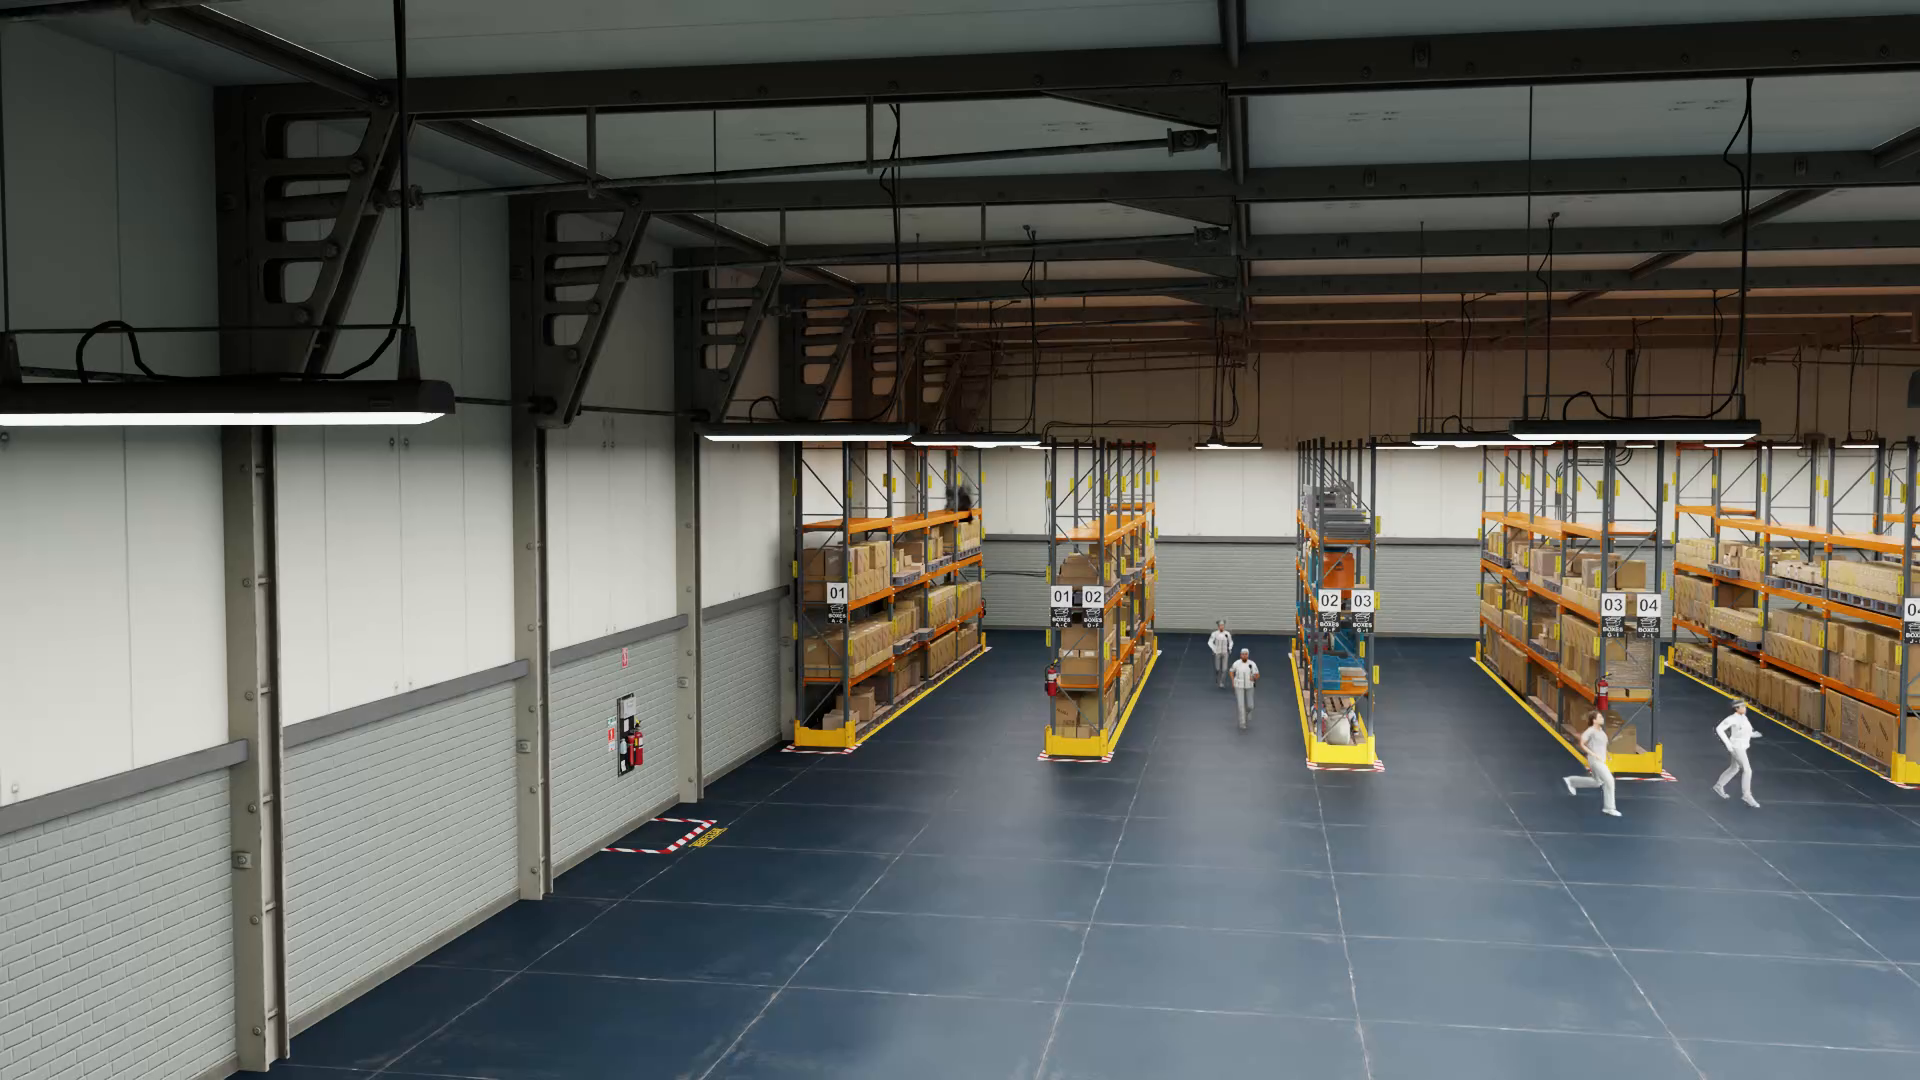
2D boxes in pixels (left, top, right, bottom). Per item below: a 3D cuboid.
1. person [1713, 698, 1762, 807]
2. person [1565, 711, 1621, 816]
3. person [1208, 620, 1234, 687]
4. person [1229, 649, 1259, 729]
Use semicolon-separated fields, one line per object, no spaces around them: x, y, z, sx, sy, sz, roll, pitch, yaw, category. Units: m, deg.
12.661;3.427;27.088;0.591;1.731;0.800;-3;4;-44;person
10.084;3.528;26.476;0.921;1.645;0.554;2;4;36;person
6.366;2.761;40.479;0.614;1.636;0.572;0;3;0;person
5.912;3.080;34.604;0.620;1.620;0.784;0;3;6;person
